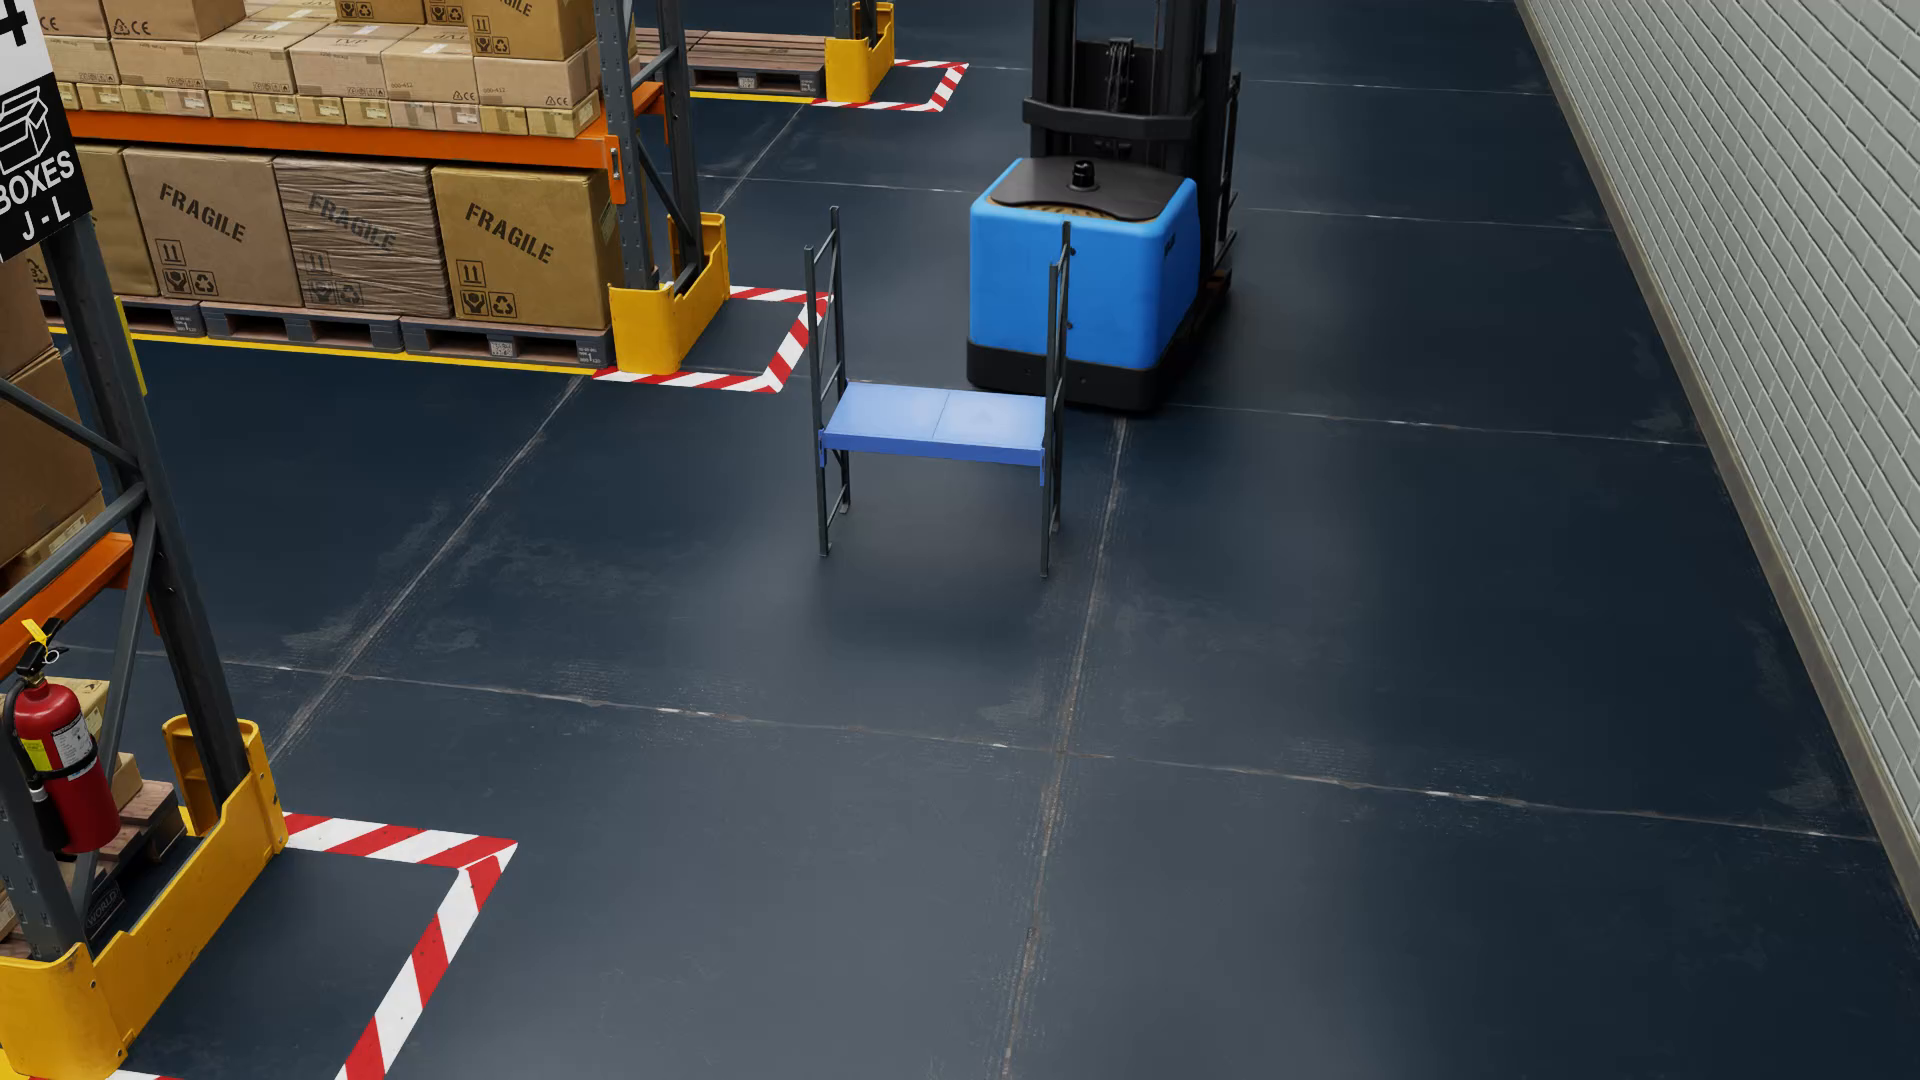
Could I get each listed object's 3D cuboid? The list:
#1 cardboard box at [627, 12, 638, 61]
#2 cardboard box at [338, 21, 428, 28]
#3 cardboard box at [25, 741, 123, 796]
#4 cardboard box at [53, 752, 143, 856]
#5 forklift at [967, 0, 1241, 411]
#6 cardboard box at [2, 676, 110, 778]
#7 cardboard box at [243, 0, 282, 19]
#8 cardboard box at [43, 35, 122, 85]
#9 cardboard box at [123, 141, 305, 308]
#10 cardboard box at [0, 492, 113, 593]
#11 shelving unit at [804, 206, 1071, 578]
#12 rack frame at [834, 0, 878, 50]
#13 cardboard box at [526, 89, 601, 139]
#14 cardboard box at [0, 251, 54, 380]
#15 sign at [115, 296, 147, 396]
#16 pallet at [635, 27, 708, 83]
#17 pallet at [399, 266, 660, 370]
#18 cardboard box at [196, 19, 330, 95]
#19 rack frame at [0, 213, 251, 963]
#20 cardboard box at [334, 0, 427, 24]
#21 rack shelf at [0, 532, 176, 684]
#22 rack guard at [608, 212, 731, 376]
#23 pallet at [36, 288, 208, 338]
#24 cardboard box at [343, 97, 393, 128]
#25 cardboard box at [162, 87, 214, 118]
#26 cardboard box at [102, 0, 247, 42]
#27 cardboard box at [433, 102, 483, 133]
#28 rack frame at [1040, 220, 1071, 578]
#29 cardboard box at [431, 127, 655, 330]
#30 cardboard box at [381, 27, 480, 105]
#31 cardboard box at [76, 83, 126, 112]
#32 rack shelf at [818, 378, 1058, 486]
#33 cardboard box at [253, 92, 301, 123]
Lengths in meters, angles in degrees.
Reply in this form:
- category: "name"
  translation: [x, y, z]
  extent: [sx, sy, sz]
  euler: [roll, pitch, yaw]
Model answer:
- category: "cardboard box"
  translation: [-2.106, -2.746, 9.172]
  extent: [0.500, 0.250, 0.500]
  euler: [4, 32, 7]
- category: "cardboard box"
  translation: [-3.114, -2.836, 9.315]
  extent: [0.500, 0.250, 0.500]
  euler: [4, 32, 7]
- category: "cardboard box"
  translation: [-3.085, 0.808, 5.642]
  extent: [0.250, 0.149, 0.380]
  euler: [6, 33, 10]
- category: "cardboard box"
  translation: [-3.075, 0.901, 5.774]
  extent: [0.250, 0.149, 0.380]
  euler: [6, 33, 9]
- category: "forklift"
  translation: [1.012, -2.687, 9.281]
  extent: [1.130, 2.935, 3.031]
  euler: [11, 34, 17]
- category: "cardboard box"
  translation: [-3.071, 0.639, 5.632]
  extent: [0.250, 0.149, 0.380]
  euler: [4, 32, 6]
- category: "cardboard box"
  translation: [-4.128, -2.927, 9.460]
  extent: [0.500, 0.250, 0.500]
  euler: [6, 33, 9]
- category: "cardboard box"
  translation: [-4.712, -2.693, 9.087]
  extent: [0.500, 0.250, 0.500]
  euler: [5, 32, 8]
- category: "cardboard box"
  translation: [-4.097, -1.953, 9.650]
  extent: [0.875, 0.875, 0.875]
  euler: [5, 32, 8]
- category: "cardboard box"
  translation: [-2.876, -0.009, 5.173]
  extent: [0.250, 0.149, 0.380]
  euler: [5, 32, 8]
- category: "shelving unit"
  translation: [-0.084, -0.643, 7.364]
  extent: [1.048, 1.500, 0.538]
  euler: [5, 32, 8]
- category: "rack frame"
  translation: [-0.845, -5.090, 13.055]
  extent: [0.127, 3.000, 1.000]
  euler: [5, 32, 8]
- category: "cardboard box"
  translation: [-2.084, -2.253, 8.759]
  extent: [0.250, 0.149, 0.380]
  euler: [6, 33, 9]
- category: "cardboard box"
  translation: [-3.010, -0.686, 4.702]
  extent: [0.500, 0.500, 0.500]
  euler: [5, 32, 8]
- category: "sign"
  translation: [-2.521, -0.566, 5.010]
  extent: [0.005, 0.325, 0.100]
  euler: [5, 32, 8]
- category: "pallet"
  translation: [-2.850, -4.112, 14.121]
  extent: [1.213, 0.211, 1.003]
  euler: [5, 32, 8]
- category: "pallet"
  translation: [-2.479, -1.348, 9.705]
  extent: [1.213, 0.211, 1.003]
  euler: [5, 32, 8]
- category: "cardboard box"
  translation: [-3.716, -2.602, 8.941]
  extent: [0.500, 0.250, 0.500]
  euler: [5, 32, 8]
- category: "rack frame"
  translation: [-2.612, 0.085, 4.787]
  extent: [0.127, 3.000, 1.000]
  euler: [5, 32, 8]
- category: "cardboard box"
  translation: [-3.110, -3.152, 9.113]
  extent: [0.500, 0.500, 0.500]
  euler: [4, 32, 7]
- category: "rack shelf"
  translation: [-4.584, 0.212, 5.263]
  extent: [4.000, 0.370, 1.077]
  euler: [5, 32, 8]
- category: "rack guard"
  translation: [-1.654, -1.438, 9.576]
  extent: [0.348, 0.500, 1.175]
  euler: [5, 32, 8]
- category: "pallet"
  translation: [-4.885, -1.566, 10.053]
  extent: [1.213, 0.211, 1.003]
  euler: [5, 32, 8]
- category: "cardboard box"
  translation: [-3.091, -2.343, 8.903]
  extent: [0.250, 0.149, 0.380]
  euler: [4, 32, 7]
- category: "cardboard box"
  translation: [-4.108, -2.435, 9.049]
  extent: [0.250, 0.149, 0.380]
  euler: [6, 32, 9]
- category: "cardboard box"
  translation: [-4.194, -2.969, 8.820]
  extent: [0.500, 0.500, 0.500]
  euler: [4, 32, 7]
- category: "cardboard box"
  translation: [-2.589, -2.298, 8.832]
  extent: [0.250, 0.149, 0.380]
  euler: [5, 32, 8]
- category: "rack frame"
  translation: [0.417, -0.598, 7.292]
  extent: [0.032, 1.500, 0.500]
  euler: [5, 32, 8]
- category: "cardboard box"
  translation: [-2.322, -1.793, 9.393]
  extent: [0.875, 0.875, 0.875]
  euler: [5, 32, 8]
- category: "cardboard box"
  translation: [-2.700, -2.512, 8.798]
  extent: [0.500, 0.250, 0.500]
  euler: [5, 32, 7]
- category: "cardboard box"
  translation: [-4.607, -2.481, 9.123]
  extent: [0.250, 0.149, 0.380]
  euler: [4, 32, 7]
- category: "rack shelf"
  translation: [-0.084, -0.491, 7.460]
  extent: [1.000, 0.185, 0.538]
  euler: [5, 32, 8]
- category: "cardboard box"
  translation: [-3.591, -2.390, 8.977]
  extent: [0.250, 0.149, 0.380]
  euler: [6, 33, 9]
